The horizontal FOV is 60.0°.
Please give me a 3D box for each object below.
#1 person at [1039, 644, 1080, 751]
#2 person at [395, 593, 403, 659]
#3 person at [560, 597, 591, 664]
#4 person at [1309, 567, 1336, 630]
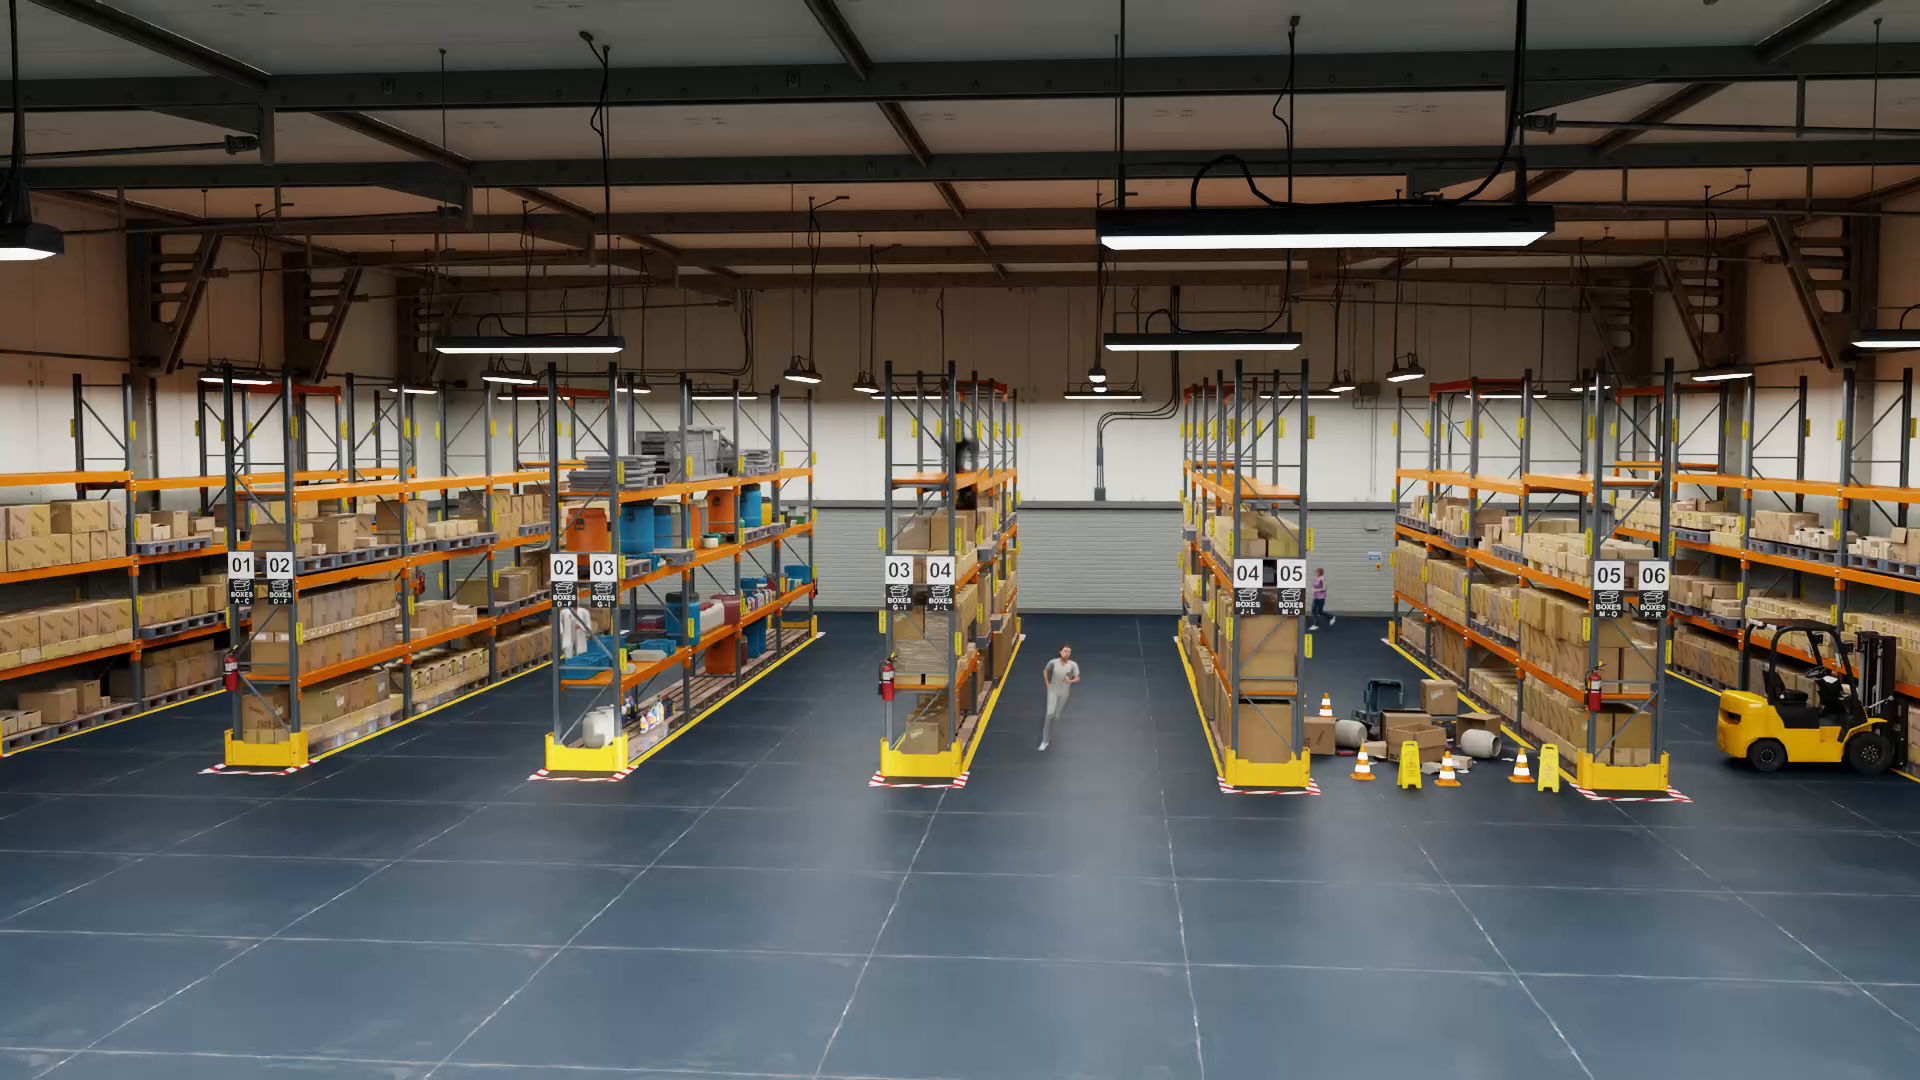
[{"bbox_3d":[1.547,2.456,26.360,0.679,1.656,0.782,0,4,-5],"label":"person"},{"bbox_3d":[-11.360,1.938,33.984,0.554,1.724,0.842,1,4,12],"label":"person"},{"bbox_3d":[-7.568,1.978,32.567,0.687,1.790,0.759,-1,4,-11],"label":"person"},{"bbox_3d":[9.083,1.472,41.788,0.724,1.555,0.527,-1,4,-14],"label":"person"}]
